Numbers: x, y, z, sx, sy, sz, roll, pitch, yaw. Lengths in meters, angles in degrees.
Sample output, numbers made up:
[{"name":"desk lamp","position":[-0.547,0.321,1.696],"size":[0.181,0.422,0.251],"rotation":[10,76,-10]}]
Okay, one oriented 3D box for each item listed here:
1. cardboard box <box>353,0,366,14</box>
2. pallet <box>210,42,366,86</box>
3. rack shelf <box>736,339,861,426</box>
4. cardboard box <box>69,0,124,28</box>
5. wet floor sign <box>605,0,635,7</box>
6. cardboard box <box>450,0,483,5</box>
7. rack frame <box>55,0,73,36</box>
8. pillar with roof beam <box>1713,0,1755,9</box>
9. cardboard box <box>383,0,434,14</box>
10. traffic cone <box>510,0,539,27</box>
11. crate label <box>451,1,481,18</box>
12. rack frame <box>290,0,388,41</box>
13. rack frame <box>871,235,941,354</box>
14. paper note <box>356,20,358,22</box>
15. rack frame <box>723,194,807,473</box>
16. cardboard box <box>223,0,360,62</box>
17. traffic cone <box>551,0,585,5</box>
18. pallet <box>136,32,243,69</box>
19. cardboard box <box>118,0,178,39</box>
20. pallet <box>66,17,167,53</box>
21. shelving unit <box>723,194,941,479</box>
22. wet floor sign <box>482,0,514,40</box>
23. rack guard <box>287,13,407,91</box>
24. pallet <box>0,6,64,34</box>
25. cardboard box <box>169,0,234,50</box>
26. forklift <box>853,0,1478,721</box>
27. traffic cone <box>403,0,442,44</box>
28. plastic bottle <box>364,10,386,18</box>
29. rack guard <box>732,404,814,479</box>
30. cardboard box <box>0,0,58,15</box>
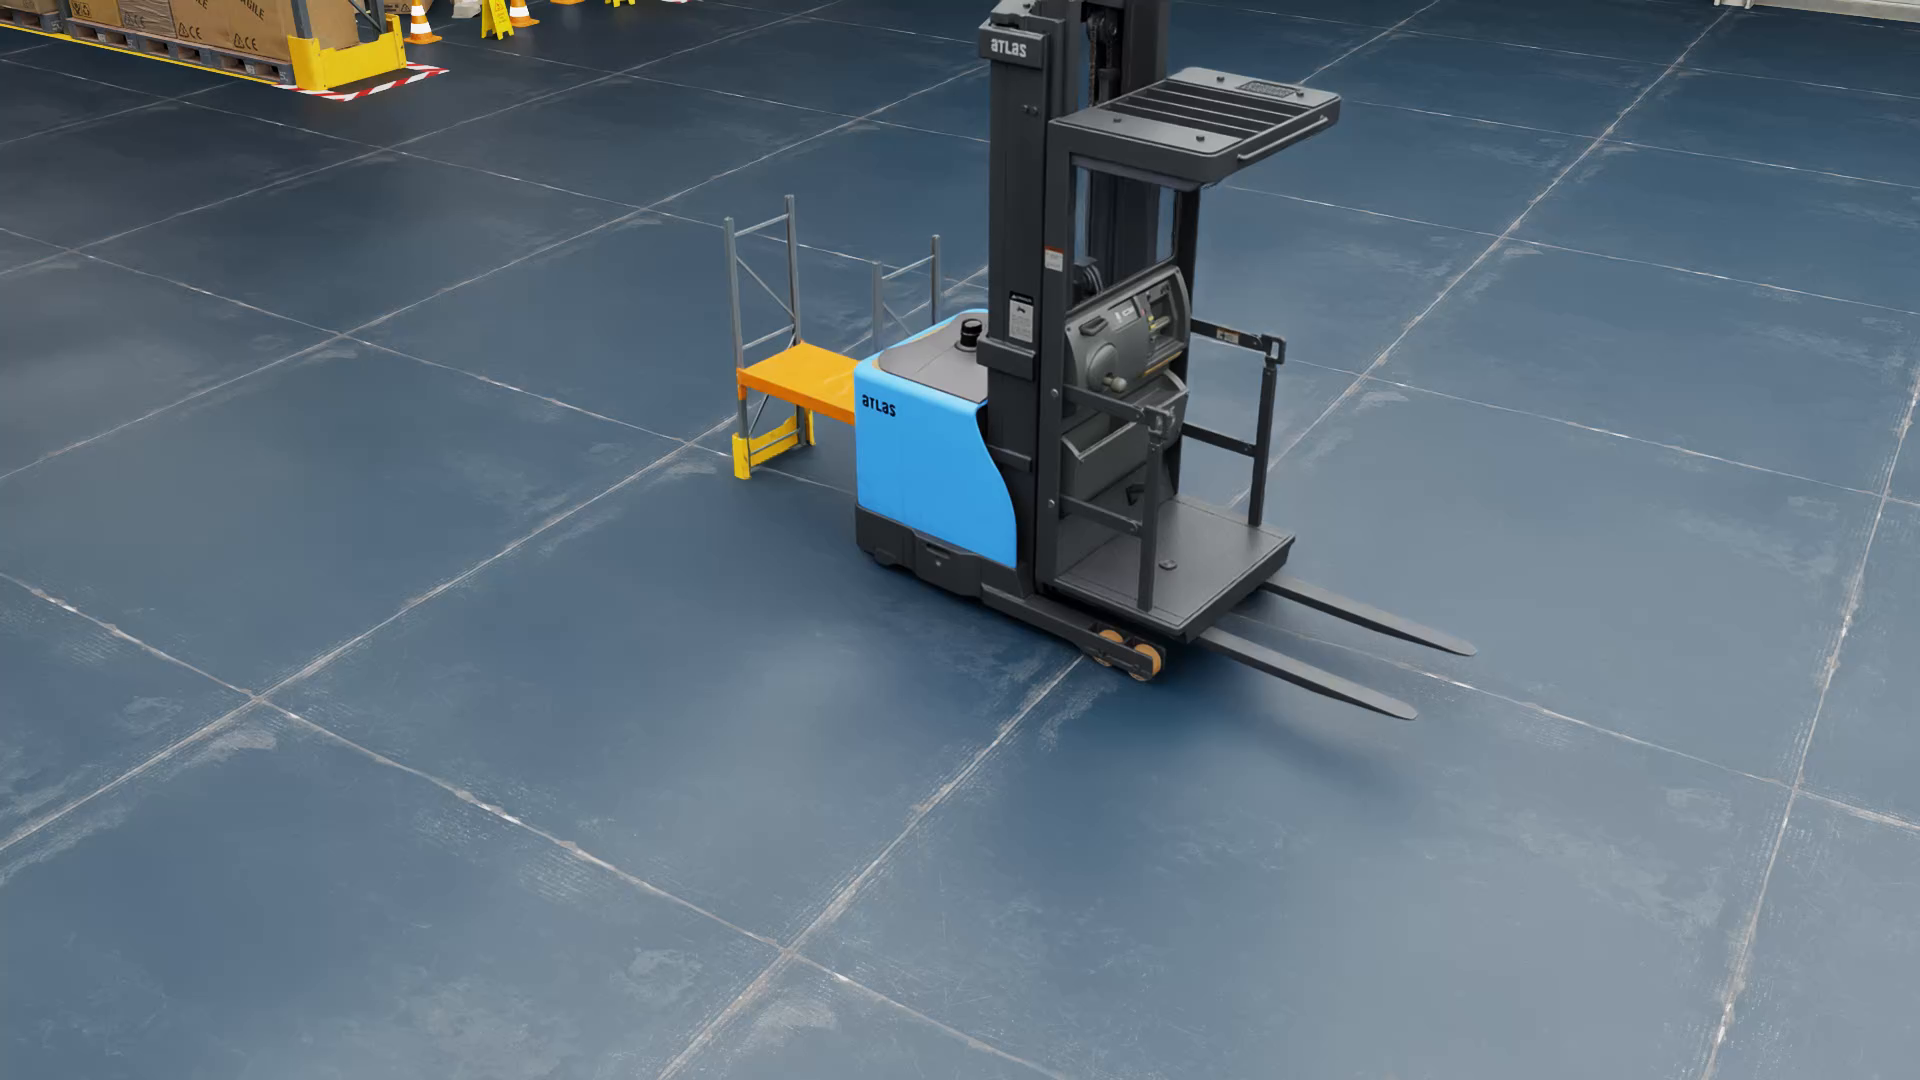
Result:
[{"name":"cardboard box","position":[-7.091,-6.193,19.103],"size":[0.258,0.266,0.396],"rotation":[24,38,35]},{"name":"pallet","position":[-6.857,-4.953,17.031],"size":[1.213,0.211,1.003],"rotation":[18,35,27]},{"name":"rack shelf","position":[-0.664,-0.799,8.988],"size":[1.000,0.185,0.538],"rotation":[22,37,33]},{"name":"cardboard box","position":[-9.031,-6.114,17.945],"size":[0.875,0.875,0.875],"rotation":[18,35,28]},{"name":"wet floor sign","position":[-4.000,-6.592,19.410],"size":[0.267,0.644,0.232],"rotation":[-21,36,-32]},{"name":"cardboard box","position":[-5.776,-6.374,19.529],"size":[0.380,0.149,0.250],"rotation":[-15,33,-24]},{"name":"rack frame","position":[-9.526,-7.049,17.855],"size":[0.127,3.000,1.000],"rotation":[18,35,27]},{"name":"pillar with roof beam","position":[6.808,-8.347,14.127],"size":[0.400,9.000,9.100],"rotation":[18,35,27]},{"name":"cardboard box","position":[-6.426,-6.429,19.270],"size":[0.637,0.503,0.797],"rotation":[-4,30,-7]},{"name":"traffic cone","position":[-4.945,-6.021,18.611],"size":[0.334,0.463,0.336],"rotation":[18,35,27]},{"name":"crate label","position":[-5.643,-6.064,19.009],"size":[0.298,0.136,0.250],"rotation":[1,30,2]},{"name":"rack frame","position":[-6.138,-5.977,16.019],"size":[0.127,3.000,1.000],"rotation":[18,35,27]},{"name":"rack frame","position":[-0.266,-0.795,8.624],"size":[0.032,1.500,0.500],"rotation":[22,37,33]},{"name":"paper note","position":[-6.837,-5.870,18.803],"size":[0.032,0.001,0.123],"rotation":[-15,33,-24]},{"name":"rack frame","position":[-1.062,-1.114,9.170],"size":[0.032,1.500,0.500],"rotation":[22,37,33]},{"name":"cardboard box","position":[-6.748,-5.394,16.711],"size":[0.875,0.875,0.875],"rotation":[18,35,28]},{"name":"traffic cone","position":[-4.642,-6.586,19.579],"size":[0.334,0.463,0.336],"rotation":[18,35,27]},{"name":"pallet","position":[-7.886,-5.281,17.592],"size":[1.213,0.211,1.003],"rotation":[18,35,27]},{"name":"cardboard box","position":[-8.265,-5.874,17.534],"size":[0.875,0.875,0.875],"rotation":[18,35,28]},{"name":"pallet","position":[-8.924,-5.607,18.152],"size":[1.213,0.211,1.003],"rotation":[18,35,27]},{"name":"shelving unit","position":[-0.671,-0.957,8.902],"size":[1.083,1.500,0.587],"rotation":[22,37,33]},{"name":"wet floor sign","position":[-5.061,-5.797,18.047],"size":[0.232,0.644,0.267],"rotation":[12,32,19]},{"name":"rack guard","position":[-6.118,-4.891,16.638],"size":[0.348,0.500,1.175],"rotation":[18,35,27]},{"name":"pallet","position":[-10.220,-6.019,18.857],"size":[1.213,0.211,1.003],"rotation":[18,35,27]},{"name":"cardboard box","position":[-7.494,-5.629,17.114],"size":[0.875,0.875,0.875],"rotation":[17,34,27]},{"name":"forklift","position":[0.932,-0.921,7.420],"size":[3.031,2.935,1.130],"rotation":[22,37,33]},{"name":"traffic cone","position":[-5.833,-5.630,17.941],"size":[0.334,0.463,0.336],"rotation":[18,35,27]},{"name":"plastic bottle","position":[-6.702,-5.994,18.963],"size":[0.283,0.061,0.133],"rotation":[6,31,10]},{"name":"rack guard","position":[-1.061,-0.573,9.485],"size":[0.087,0.250,0.587],"rotation":[22,37,33]},{"name":"cardboard box","position":[-10.100,-6.386,18.536],"size":[0.750,0.750,1.050],"rotation":[17,34,27]}]
